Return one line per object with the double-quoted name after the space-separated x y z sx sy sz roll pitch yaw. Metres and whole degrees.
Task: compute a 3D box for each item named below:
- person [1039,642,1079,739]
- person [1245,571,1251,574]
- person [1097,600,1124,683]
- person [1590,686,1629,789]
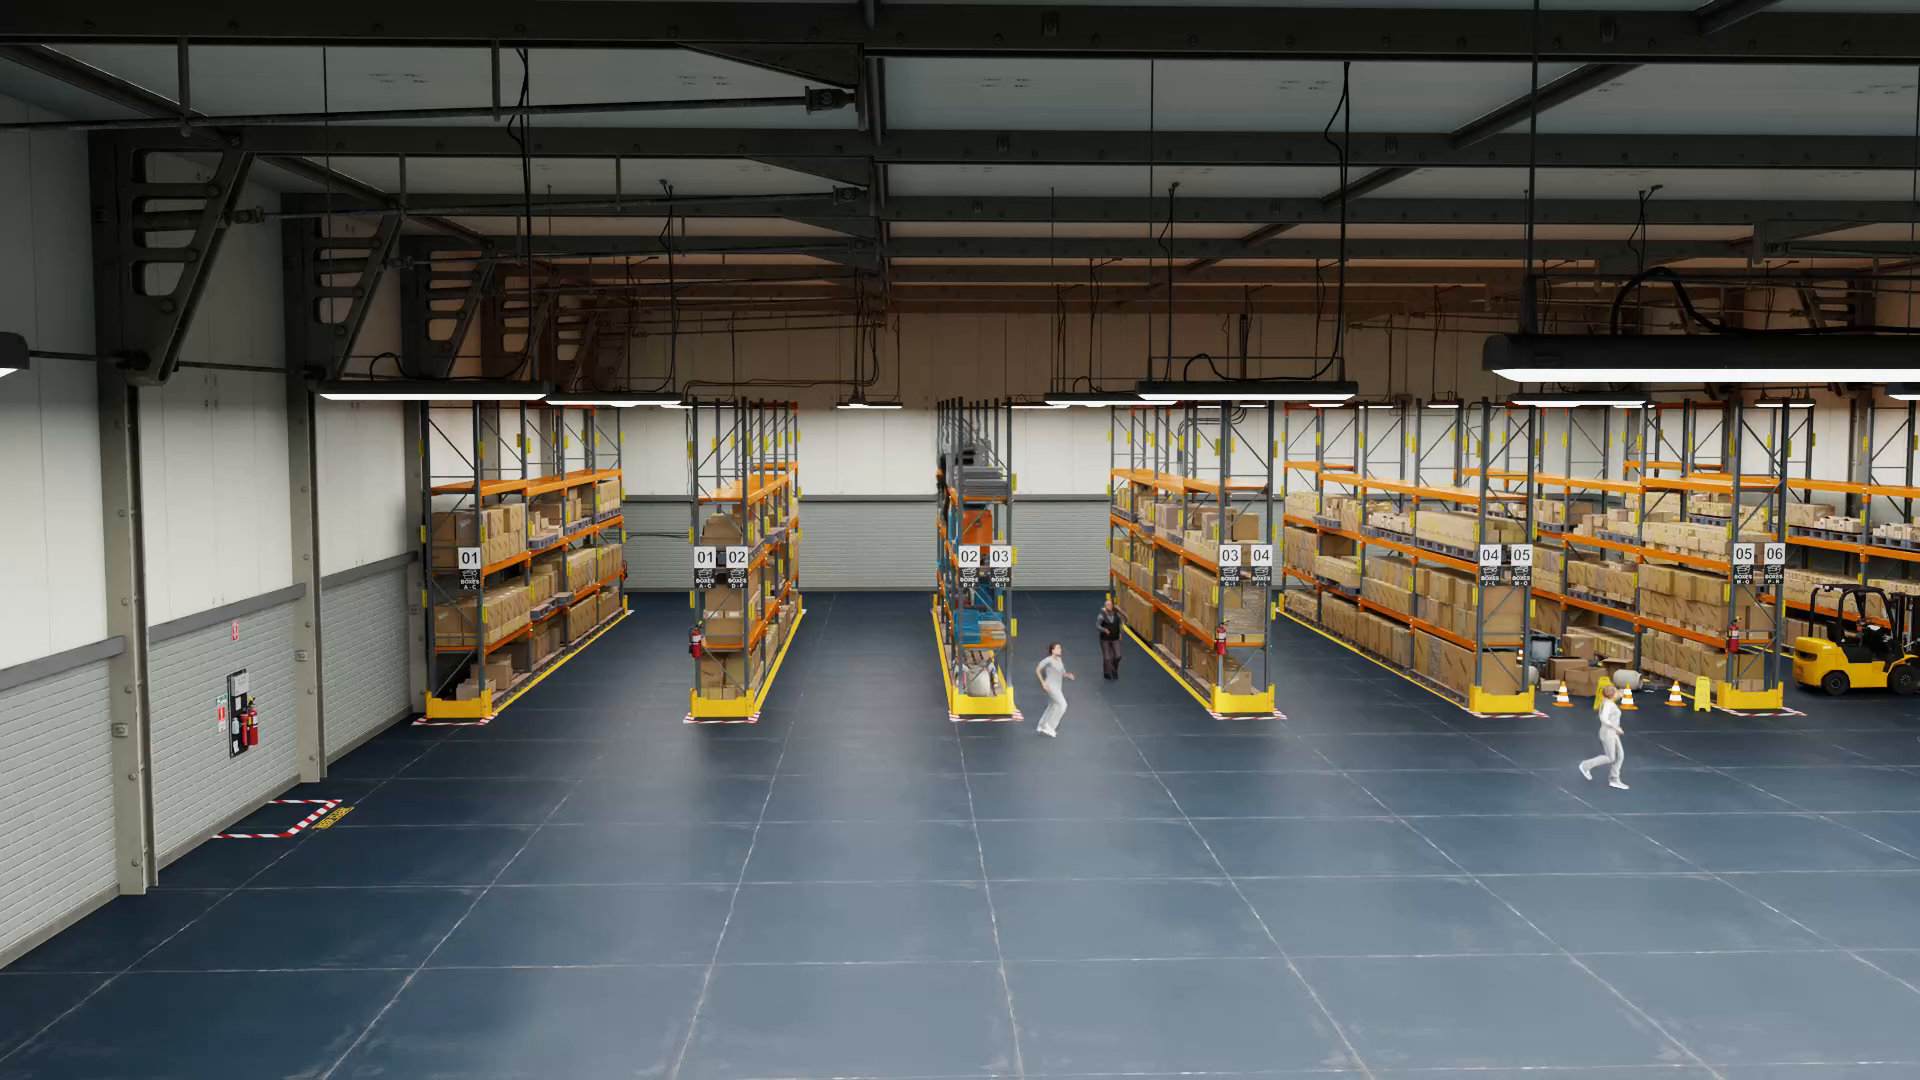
1.736 2.637 29.319 0.747 1.721 0.553 2 5 29 "person"
8.000 1.296 46.458 0.695 1.657 0.641 0 4 -1 "person"
3.204 2.155 35.240 0.635 1.770 0.756 -1 4 -8 "person"
9.910 2.997 25.322 0.552 1.569 0.549 2 5 28 "person"
